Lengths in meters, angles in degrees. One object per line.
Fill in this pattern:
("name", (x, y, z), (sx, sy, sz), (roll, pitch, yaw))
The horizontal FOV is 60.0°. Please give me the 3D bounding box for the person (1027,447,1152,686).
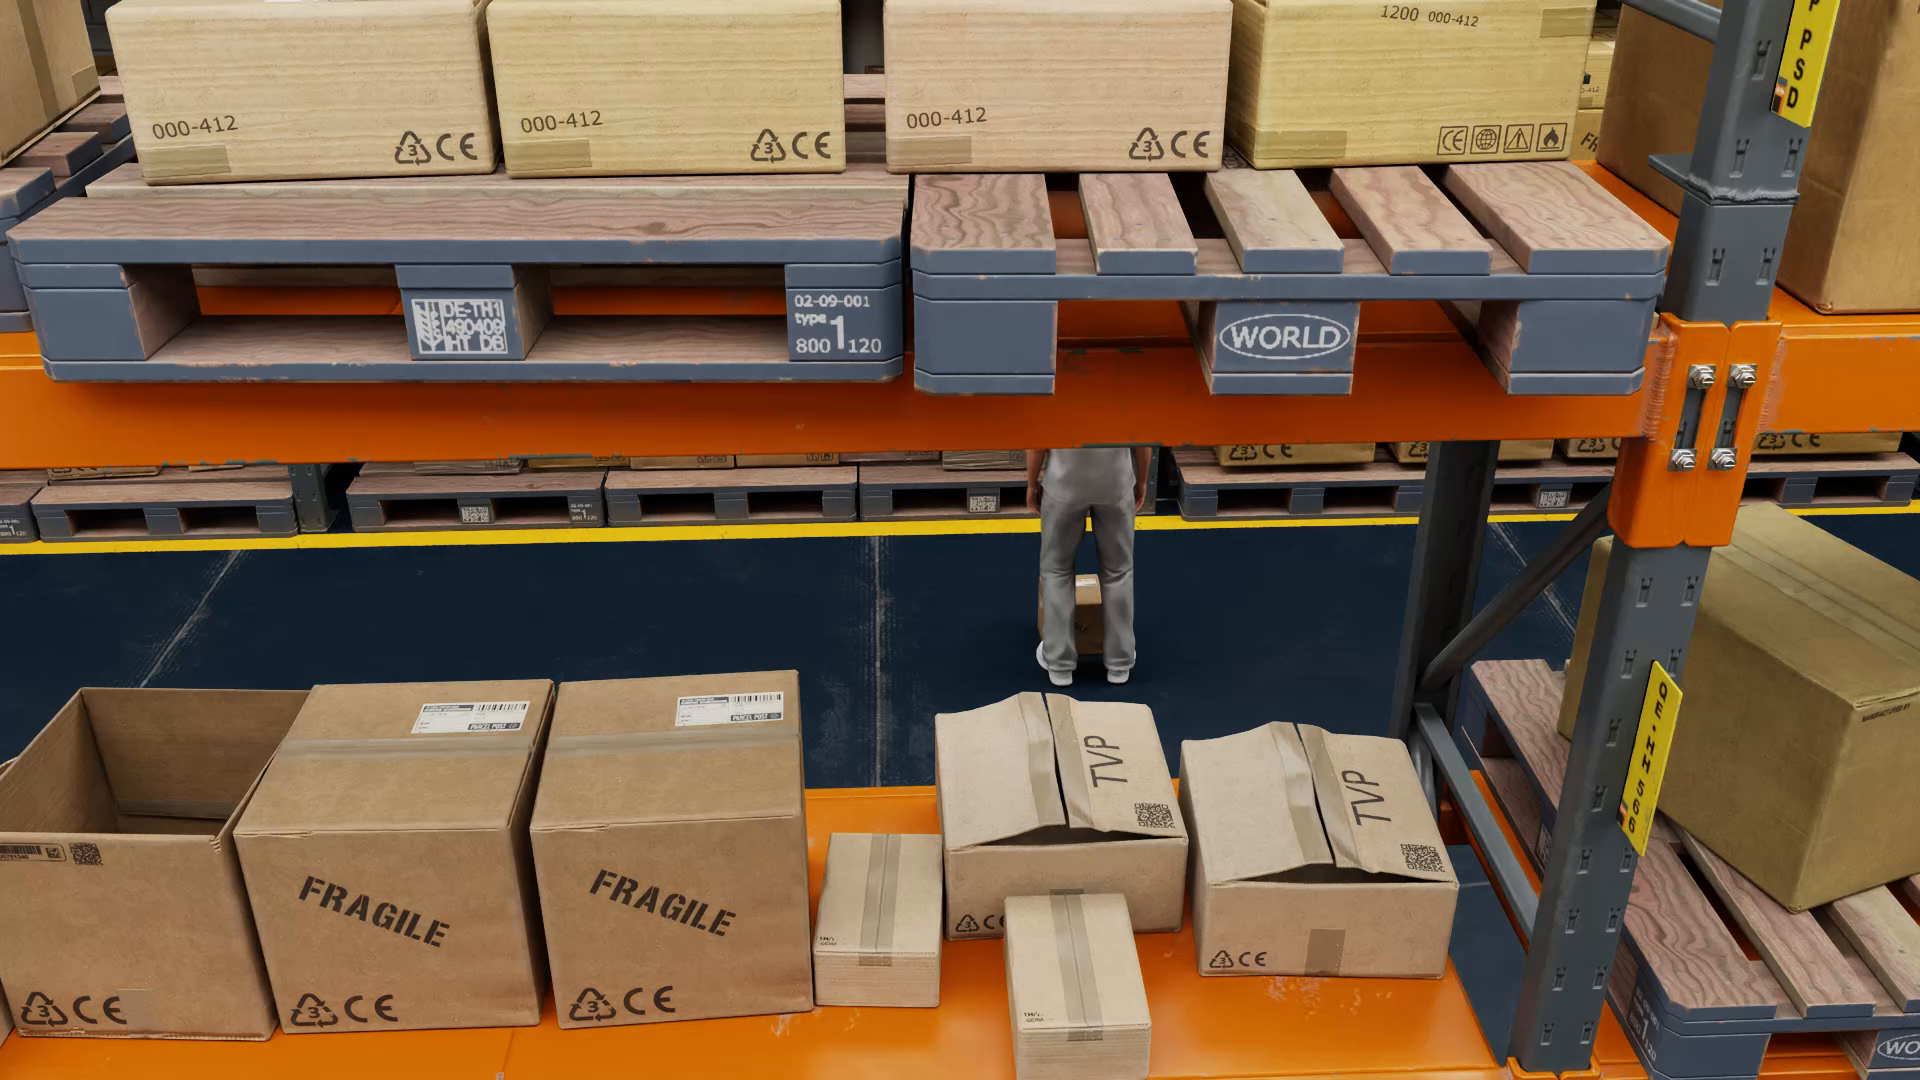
("person", (0.499, -0.198, 6.499), (0.491, 1.673, 0.353), (-1, 28, -3))
